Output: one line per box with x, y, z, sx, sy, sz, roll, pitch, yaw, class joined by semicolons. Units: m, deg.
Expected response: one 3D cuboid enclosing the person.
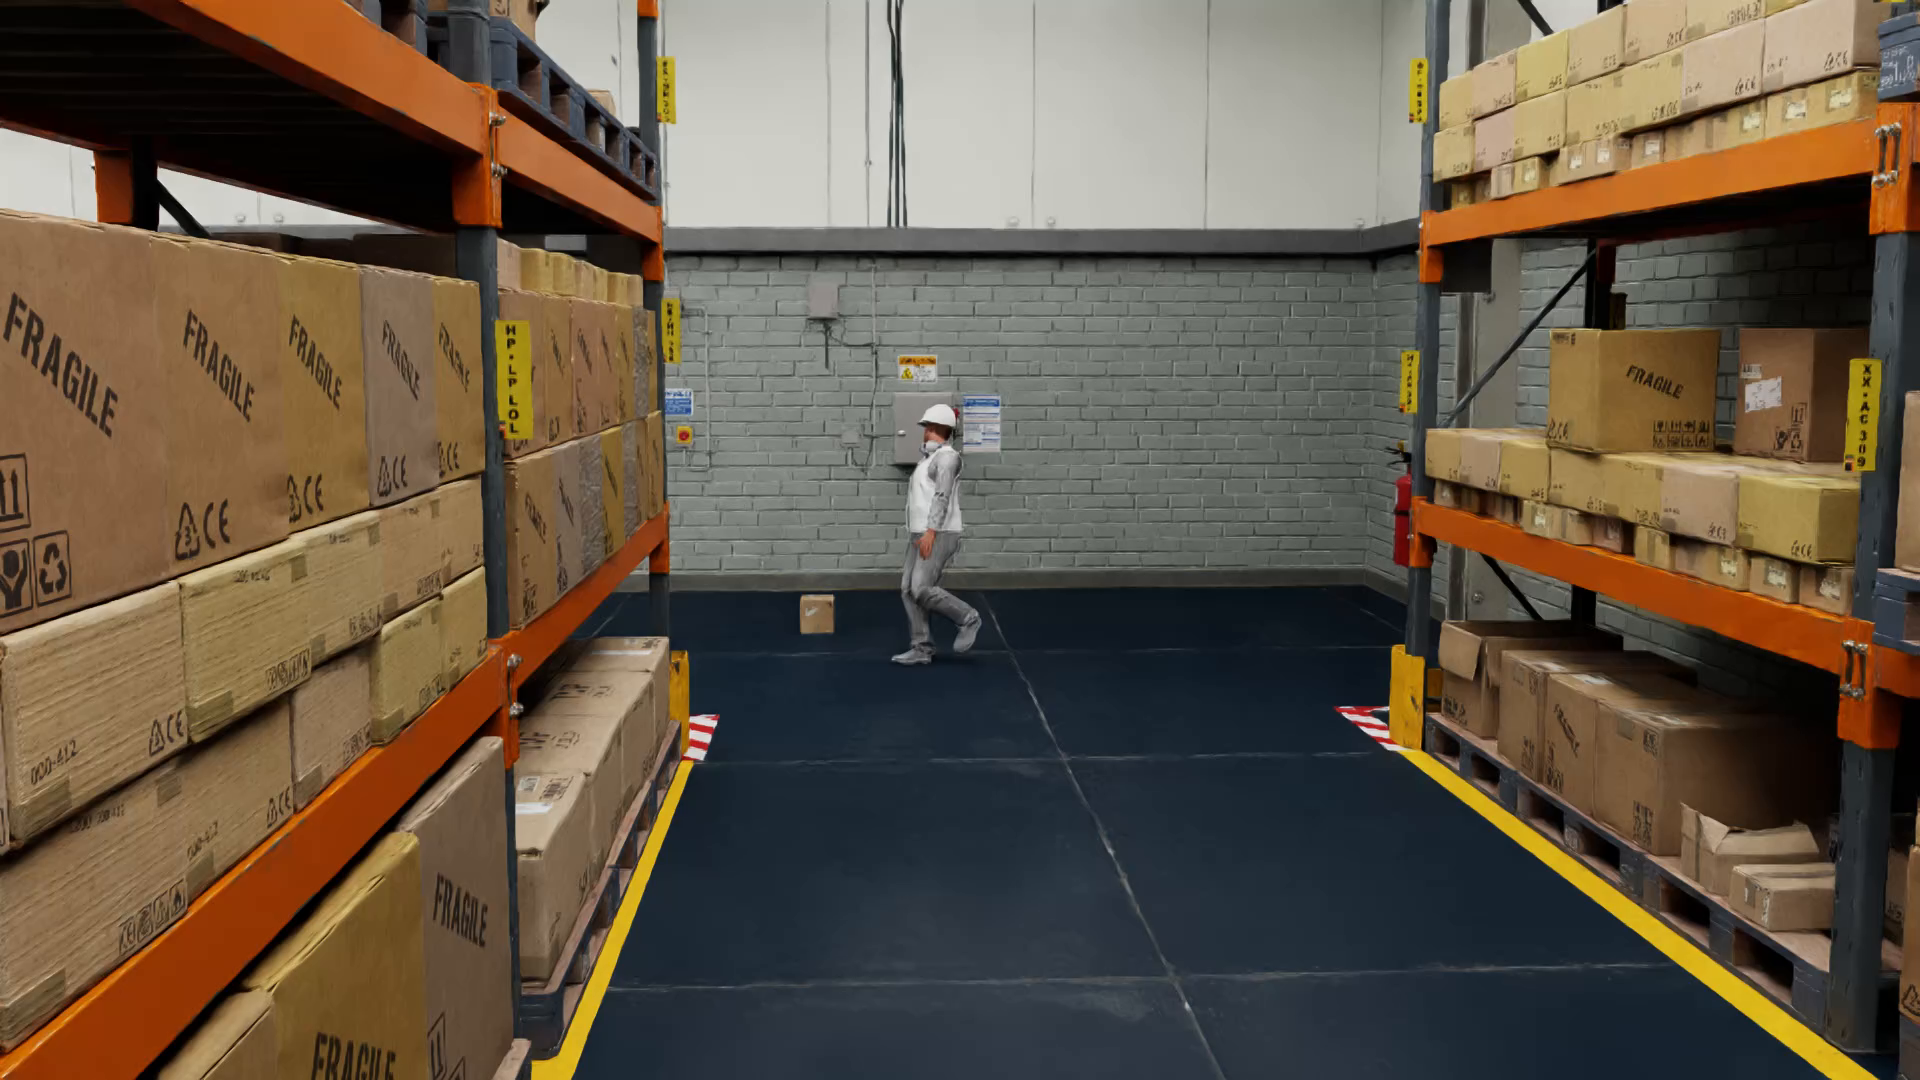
-0.204;-0.044;11.211;0.642;1.728;0.583;-2;7;-19;person
